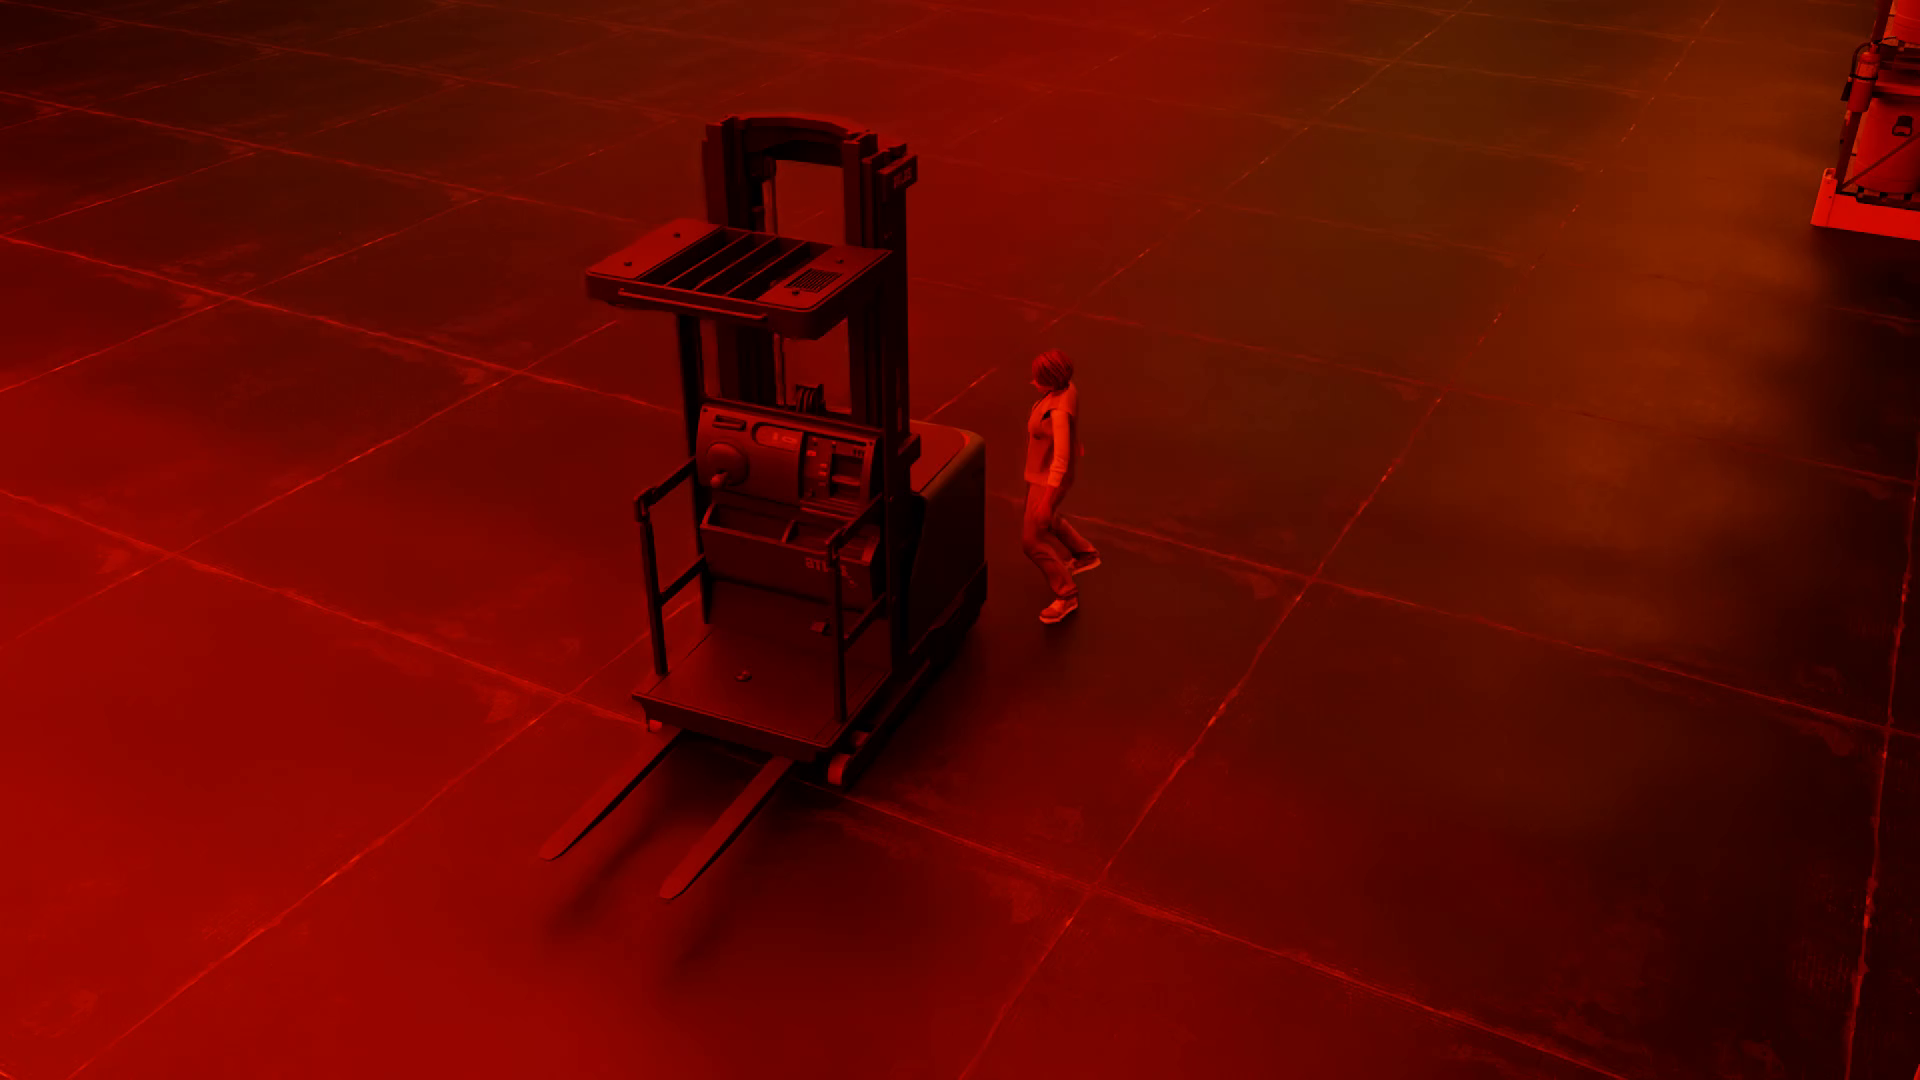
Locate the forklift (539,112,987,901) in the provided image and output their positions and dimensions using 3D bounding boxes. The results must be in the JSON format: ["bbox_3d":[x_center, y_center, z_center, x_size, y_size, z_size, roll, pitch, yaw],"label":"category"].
[{"bbox_3d":[-0.906,-0.331,7.645,1.130,2.935,3.031,12,32,20],"label":"forklift"}]

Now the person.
[{"bbox_3d":[0.565,-0.373,9.140,0.446,1.524,0.744,5,30,9],"label":"person"}]
